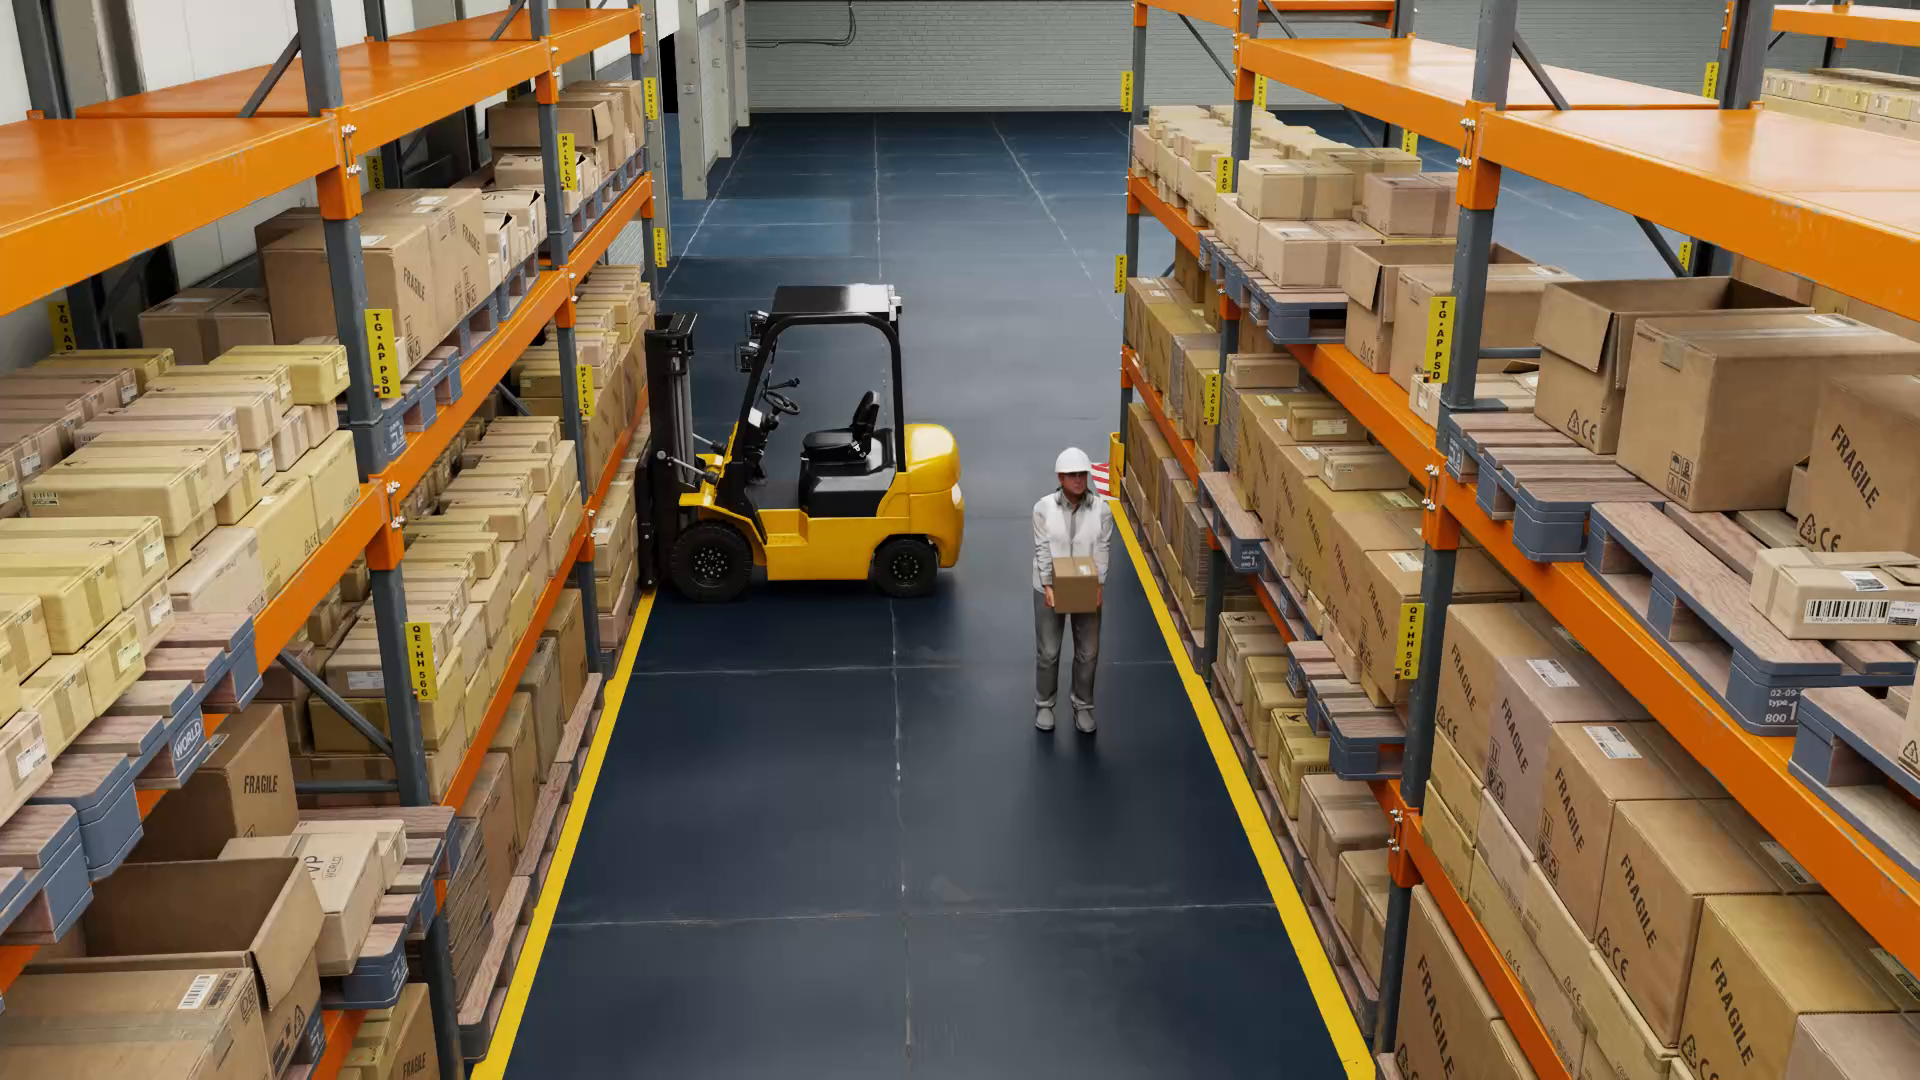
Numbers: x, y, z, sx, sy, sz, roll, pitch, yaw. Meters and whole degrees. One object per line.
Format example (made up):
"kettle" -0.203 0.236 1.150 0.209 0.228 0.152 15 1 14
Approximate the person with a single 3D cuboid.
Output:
"person" 0.689 0.333 10.150 0.494 1.762 0.554 -1 20 -3
